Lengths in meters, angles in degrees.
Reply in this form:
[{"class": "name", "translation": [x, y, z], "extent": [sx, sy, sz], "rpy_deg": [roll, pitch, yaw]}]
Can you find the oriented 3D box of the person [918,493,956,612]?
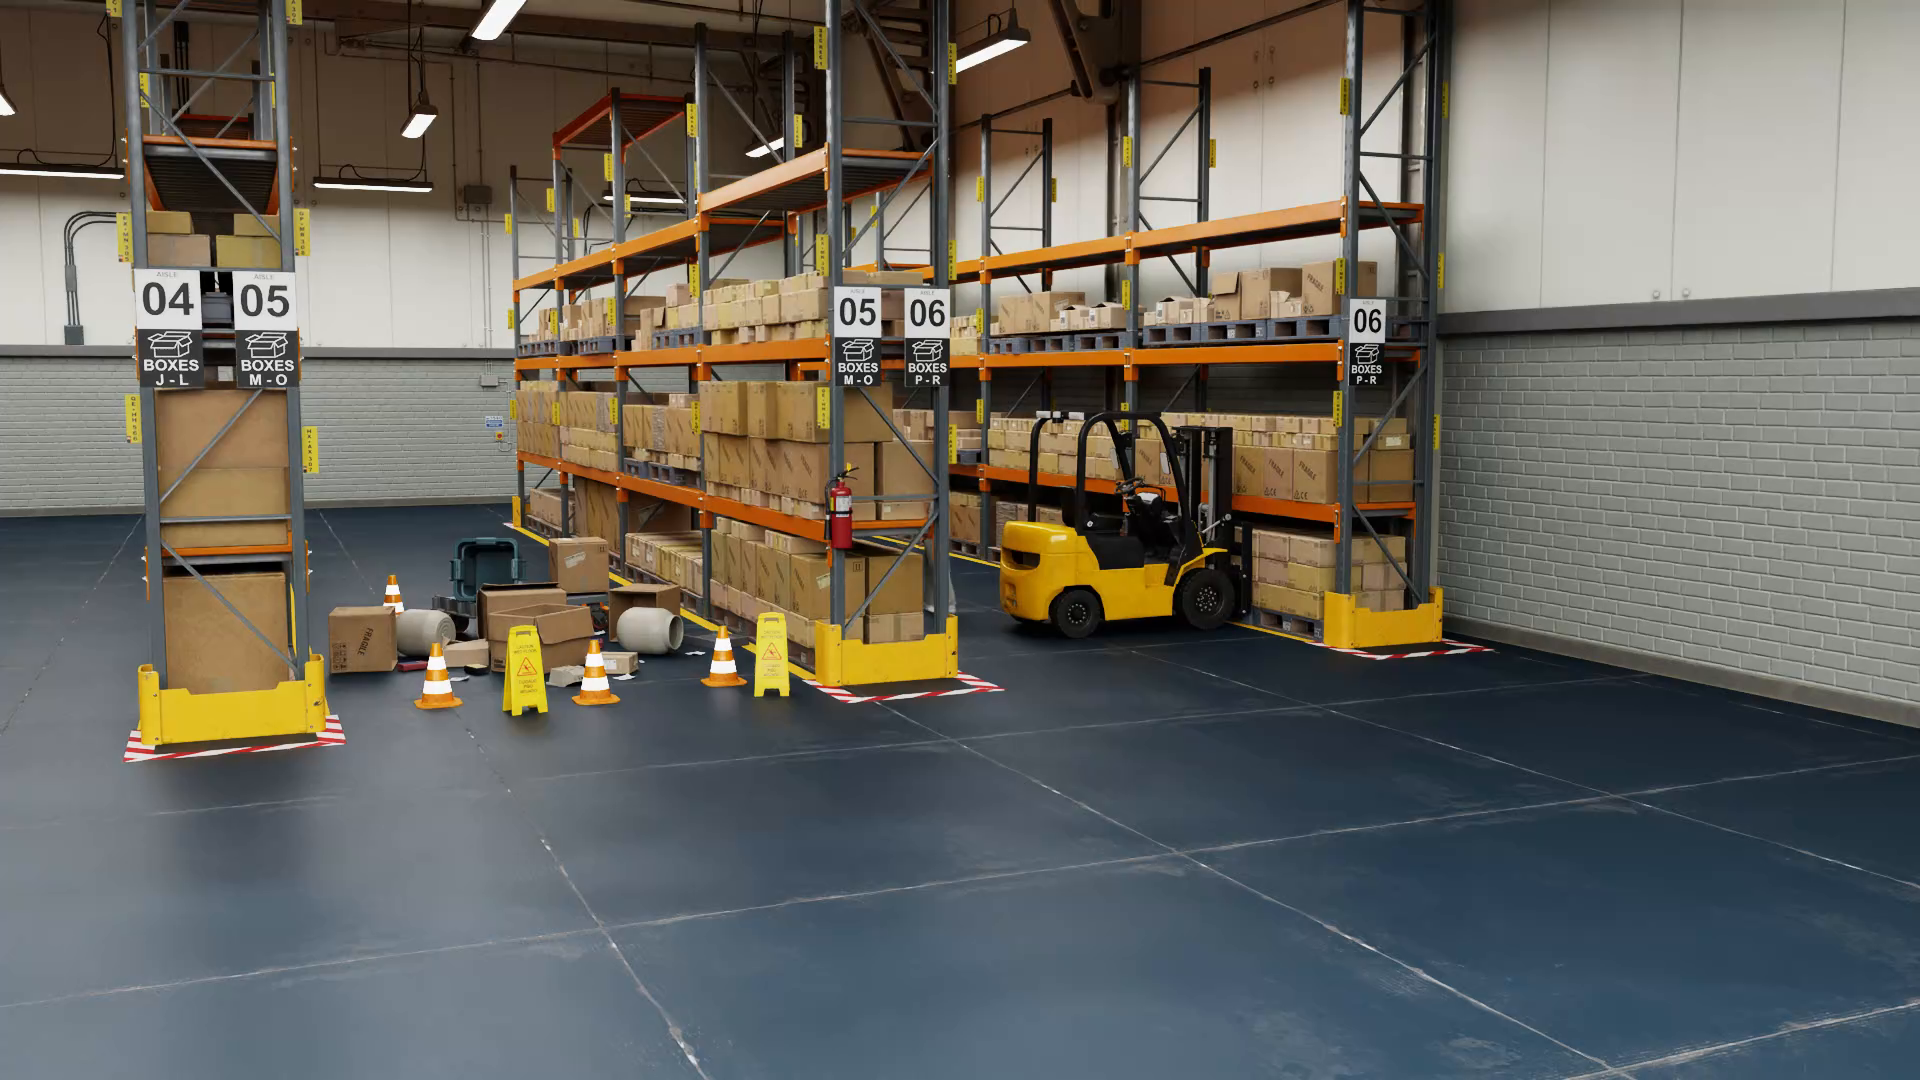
[{"class": "person", "translation": [-0.275, -0.061, 17.616], "extent": [0.619, 1.667, 0.511], "rpy_deg": [3, 6, 30]}]
